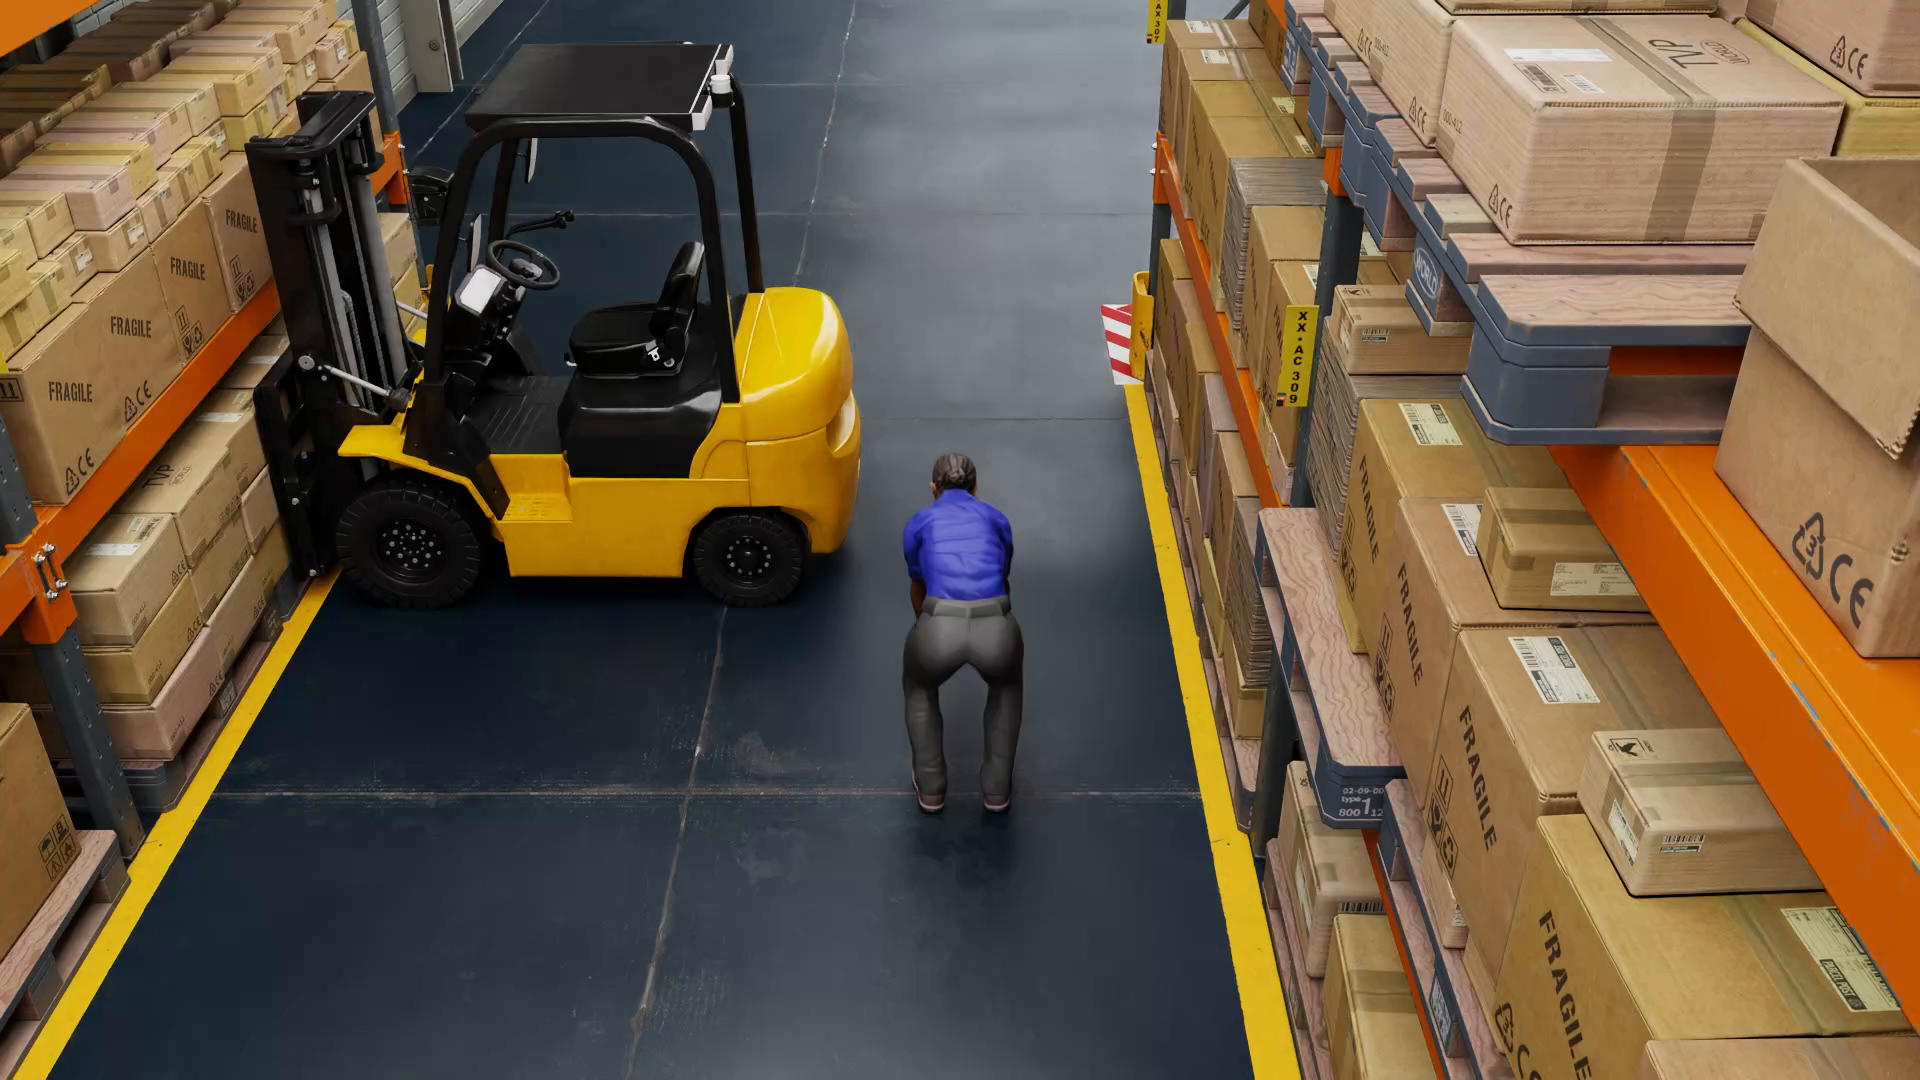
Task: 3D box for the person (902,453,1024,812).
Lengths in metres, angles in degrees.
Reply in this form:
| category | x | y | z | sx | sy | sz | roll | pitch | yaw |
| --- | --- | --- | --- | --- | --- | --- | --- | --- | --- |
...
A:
| category | x | y | z | sx | sy | sz | roll | pitch | yaw |
| --- | --- | --- | --- | --- | --- | --- | --- | --- | --- |
| person | 0.006 | 0.354 | 6.060 | 0.443 | 1.144 | 0.843 | -1 | 32 | -2 |
